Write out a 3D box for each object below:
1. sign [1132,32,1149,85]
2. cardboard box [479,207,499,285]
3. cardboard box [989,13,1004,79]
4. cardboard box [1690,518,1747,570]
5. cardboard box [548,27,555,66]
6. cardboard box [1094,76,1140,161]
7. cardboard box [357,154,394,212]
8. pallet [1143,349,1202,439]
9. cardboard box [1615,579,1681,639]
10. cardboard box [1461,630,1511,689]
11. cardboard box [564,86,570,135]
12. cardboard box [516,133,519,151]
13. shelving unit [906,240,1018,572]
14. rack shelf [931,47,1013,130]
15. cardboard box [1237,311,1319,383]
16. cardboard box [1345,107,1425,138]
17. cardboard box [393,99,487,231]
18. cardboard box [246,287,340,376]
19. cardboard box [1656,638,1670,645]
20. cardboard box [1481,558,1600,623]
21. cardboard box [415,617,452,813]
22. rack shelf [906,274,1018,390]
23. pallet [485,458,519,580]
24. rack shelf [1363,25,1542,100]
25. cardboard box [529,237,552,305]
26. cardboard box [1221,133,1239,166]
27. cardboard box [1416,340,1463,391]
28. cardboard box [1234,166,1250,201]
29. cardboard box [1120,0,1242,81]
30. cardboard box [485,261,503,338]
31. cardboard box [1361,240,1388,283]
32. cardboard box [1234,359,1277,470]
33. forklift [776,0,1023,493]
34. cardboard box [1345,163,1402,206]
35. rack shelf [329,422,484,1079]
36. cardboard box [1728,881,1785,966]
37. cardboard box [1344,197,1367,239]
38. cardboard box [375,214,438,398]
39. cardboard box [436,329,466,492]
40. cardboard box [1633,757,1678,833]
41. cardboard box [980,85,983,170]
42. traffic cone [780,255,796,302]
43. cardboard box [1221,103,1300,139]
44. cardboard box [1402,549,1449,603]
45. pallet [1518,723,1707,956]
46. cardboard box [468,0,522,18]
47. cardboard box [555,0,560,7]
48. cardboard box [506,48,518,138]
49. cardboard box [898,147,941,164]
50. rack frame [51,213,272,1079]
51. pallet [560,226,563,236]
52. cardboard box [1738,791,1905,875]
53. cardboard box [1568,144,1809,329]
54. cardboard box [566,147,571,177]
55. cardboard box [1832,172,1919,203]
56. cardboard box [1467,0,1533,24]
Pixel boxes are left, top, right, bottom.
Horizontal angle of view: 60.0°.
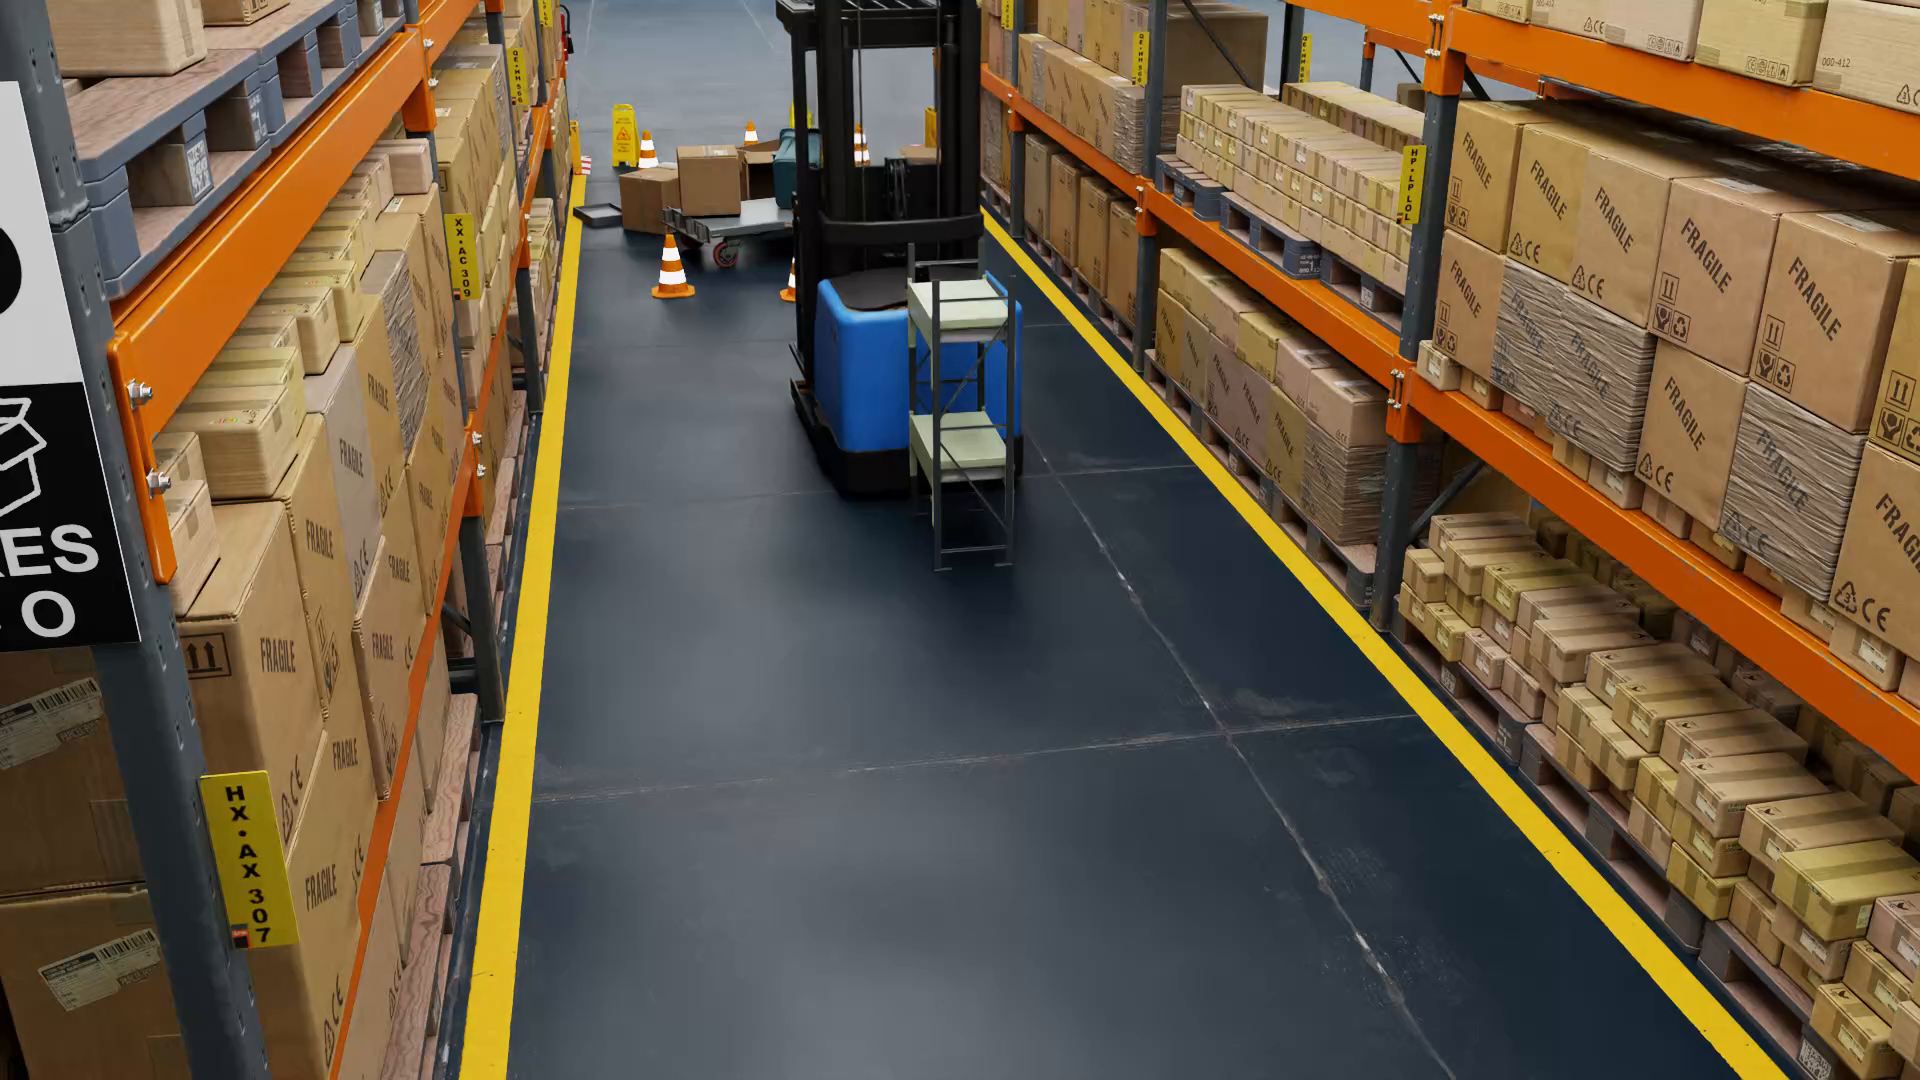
[{"bbox_3d":[1.146,-3.057,10.554,0.100,0.325,0.005,-4,24,-10],"label":"sign"},{"bbox_3d":[-2.411,-1.347,7.649,0.500,0.250,0.500,-4,24,-9],"label":"cardboard box"},{"bbox_3d":[0.747,-4.569,15.277,0.875,0.550,0.550,-4,24,-10],"label":"cardboard box"},{"bbox_3d":[2.615,-0.030,5.385,0.380,0.149,0.250,-4,24,-9],"label":"cardboard box"},{"bbox_3d":[-3.898,-4.506,14.822,0.500,0.500,0.500,-5,24,-10],"label":"cardboard box"},{"bbox_3d":[1.253,-2.968,11.673,0.500,0.500,0.500,-4,24,-10],"label":"cardboard box"},{"bbox_3d":[-2.104,-1.181,5.522,0.380,0.149,0.250,-4,24,-8],"label":"cardboard box"},{"bbox_3d":[1.834,-0.983,10.737,1.003,0.211,1.213,-4,24,-10],"label":"pallet"},{"bbox_3d":[2.863,0.270,6.679,0.380,0.149,0.250,-4,24,-8],"label":"cardboard box"},{"bbox_3d":[2.328,0.485,6.930,0.380,0.149,0.250,-4,24,-10],"label":"cardboard box"},{"bbox_3d":[-4.230,-4.289,16.797,0.500,0.500,0.500,-4,24,-9],"label":"cardboard box"},{"bbox_3d":[-3.057,-2.606,10.758,0.380,0.149,0.250,-6,24,-13],"label":"cardboard box"},{"bbox_3d":[-0.001,-0.690,8.456,0.431,1.500,0.755,-4,24,-10],"label":"shelving unit"},{"bbox_3d":[0.581,-4.599,16.431,1.077,0.370,4.000,-4,24,-10],"label":"rack shelf"},{"bbox_3d":[1.851,-1.070,9.114,0.500,0.250,0.500,-5,24,-12],"label":"cardboard box"},{"bbox_3d":[2.417,-2.358,9.446,0.380,0.149,0.250,-4,24,-10],"label":"cardboard box"},{"bbox_3d":[-2.426,-1.683,7.481,0.500,0.500,0.500,-5,24,-11],"label":"cardboard box"},{"bbox_3d":[-1.695,-0.488,3.936,0.380,0.149,0.250,-4,24,-9],"label":"cardboard box"},{"bbox_3d":[2.947,0.497,6.529,0.380,0.149,0.250,-4,24,-8],"label":"cardboard box"},{"bbox_3d":[2.379,0.206,6.825,0.380,0.149,0.250,-5,24,-10],"label":"cardboard box"},{"bbox_3d":[-2.405,0.648,6.196,0.875,0.438,0.875,-5,24,-11],"label":"cardboard box"},{"bbox_3d":[-0.001,-1.048,8.300,0.431,0.370,0.720,-4,24,-10],"label":"rack shelf"},{"bbox_3d":[-2.861,-0.090,8.692,1.003,0.211,1.213,-4,24,-10],"label":"pallet"},{"bbox_3d":[5.475,-4.926,17.180,1.077,0.370,4.000,-4,24,-10],"label":"rack shelf"},{"bbox_3d":[-3.529,-1.962,12.253,0.950,0.372,0.625,-4,24,-8],"label":"cardboard box"},{"bbox_3d":[1.735,-2.267,9.610,0.380,0.149,0.250,-4,24,-10],"label":"cardboard box"},{"bbox_3d":[2.161,-0.744,7.020,0.380,0.149,0.250,-3,24,-8],"label":"cardboard box"},{"bbox_3d":[1.778,-2.033,9.445,0.380,0.149,0.250,-4,24,-8],"label":"cardboard box"},{"bbox_3d":[1.523,-3.449,11.524,0.700,0.500,0.500,-5,24,-11],"label":"cardboard box"},{"bbox_3d":[-2.414,-1.119,7.752,0.500,0.250,0.500,-4,24,-10],"label":"cardboard box"},{"bbox_3d":[2.114,-1.316,7.805,0.380,0.149,0.250,-4,24,-9],"label":"cardboard box"},{"bbox_3d":[1.861,-0.718,9.246,0.500,0.500,0.500,-5,24,-11],"label":"cardboard box"},{"bbox_3d":[-0.475,-2.167,10.050,1.130,2.935,3.031,-5,24,-12],"label":"forklift"},{"bbox_3d":[2.068,-1.696,7.931,0.380,0.149,0.250,-5,24,-11],"label":"cardboard box"},{"bbox_3d":[-2.046,0.527,4.694,1.077,0.370,4.000,-4,24,-10],"label":"rack shelf"},{"bbox_3d":[2.698,1.201,5.291,0.380,0.149,0.250,-4,24,-9],"label":"cardboard box"},{"bbox_3d":[2.070,-1.552,7.973,0.380,0.149,0.250,-3,24,-7],"label":"cardboard box"},{"bbox_3d":[-1.971,-0.728,5.294,0.500,0.500,0.500,-5,24,-11],"label":"cardboard box"},{"bbox_3d":[-2.078,-0.471,5.956,0.500,0.500,0.500,-4,24,-9],"label":"cardboard box"},{"bbox_3d":[2.557,0.860,5.698,0.380,0.149,0.250,-3,24,-7],"label":"cardboard box"},{"bbox_3d":[0.567,-4.326,17.038,0.875,0.875,0.875,-5,24,-11],"label":"cardboard box"},{"bbox_3d":[-1.253,-2.149,13.092,0.336,0.463,0.334,-4,24,-10],"label":"traffic cone"},{"bbox_3d":[1.728,-2.416,9.579,0.380,0.149,0.250,-5,24,-12],"label":"cardboard box"},{"bbox_3d":[2.183,0.149,7.327,0.380,0.149,0.250,-3,24,-7],"label":"cardboard box"},{"bbox_3d":[2.818,1.025,6.139,1.003,0.211,1.213,-4,24,-10],"label":"pallet"},{"bbox_3d":[-3.373,-3.866,12.023,0.380,0.149,0.250,-5,24,-12],"label":"cardboard box"},{"bbox_3d":[-3.902,-4.967,14.630,0.700,0.500,0.500,-5,24,-11],"label":"cardboard box"},{"bbox_3d":[-3.011,-2.731,10.234,0.500,0.500,0.500,-5,24,-11],"label":"cardboard box"},{"bbox_3d":[-0.344,-3.532,16.209,0.500,0.500,0.500,0,24,-1],"label":"cardboard box"},{"bbox_3d":[-1.676,0.984,2.748,1.000,3.000,0.127,-4,24,-10],"label":"rack frame"},{"bbox_3d":[-4.054,-2.719,14.713,1.003,0.211,1.213,-4,24,-10],"label":"pallet"},{"bbox_3d":[2.675,0.928,5.171,0.380,0.149,0.250,-5,24,-12],"label":"cardboard box"},{"bbox_3d":[2.448,-1.037,5.630,0.500,0.500,0.500,-4,24,-9],"label":"cardboard box"},{"bbox_3d":[-4.133,-3.739,16.474,0.500,0.250,0.500,-4,24,-10],"label":"cardboard box"},{"bbox_3d":[3.077,-0.863,5.232,0.500,0.500,0.500,-5,24,-11],"label":"cardboard box"},{"bbox_3d":[2.257,-2.099,6.249,0.500,0.250,0.500,-3,24,-7],"label":"cardboard box"}]
